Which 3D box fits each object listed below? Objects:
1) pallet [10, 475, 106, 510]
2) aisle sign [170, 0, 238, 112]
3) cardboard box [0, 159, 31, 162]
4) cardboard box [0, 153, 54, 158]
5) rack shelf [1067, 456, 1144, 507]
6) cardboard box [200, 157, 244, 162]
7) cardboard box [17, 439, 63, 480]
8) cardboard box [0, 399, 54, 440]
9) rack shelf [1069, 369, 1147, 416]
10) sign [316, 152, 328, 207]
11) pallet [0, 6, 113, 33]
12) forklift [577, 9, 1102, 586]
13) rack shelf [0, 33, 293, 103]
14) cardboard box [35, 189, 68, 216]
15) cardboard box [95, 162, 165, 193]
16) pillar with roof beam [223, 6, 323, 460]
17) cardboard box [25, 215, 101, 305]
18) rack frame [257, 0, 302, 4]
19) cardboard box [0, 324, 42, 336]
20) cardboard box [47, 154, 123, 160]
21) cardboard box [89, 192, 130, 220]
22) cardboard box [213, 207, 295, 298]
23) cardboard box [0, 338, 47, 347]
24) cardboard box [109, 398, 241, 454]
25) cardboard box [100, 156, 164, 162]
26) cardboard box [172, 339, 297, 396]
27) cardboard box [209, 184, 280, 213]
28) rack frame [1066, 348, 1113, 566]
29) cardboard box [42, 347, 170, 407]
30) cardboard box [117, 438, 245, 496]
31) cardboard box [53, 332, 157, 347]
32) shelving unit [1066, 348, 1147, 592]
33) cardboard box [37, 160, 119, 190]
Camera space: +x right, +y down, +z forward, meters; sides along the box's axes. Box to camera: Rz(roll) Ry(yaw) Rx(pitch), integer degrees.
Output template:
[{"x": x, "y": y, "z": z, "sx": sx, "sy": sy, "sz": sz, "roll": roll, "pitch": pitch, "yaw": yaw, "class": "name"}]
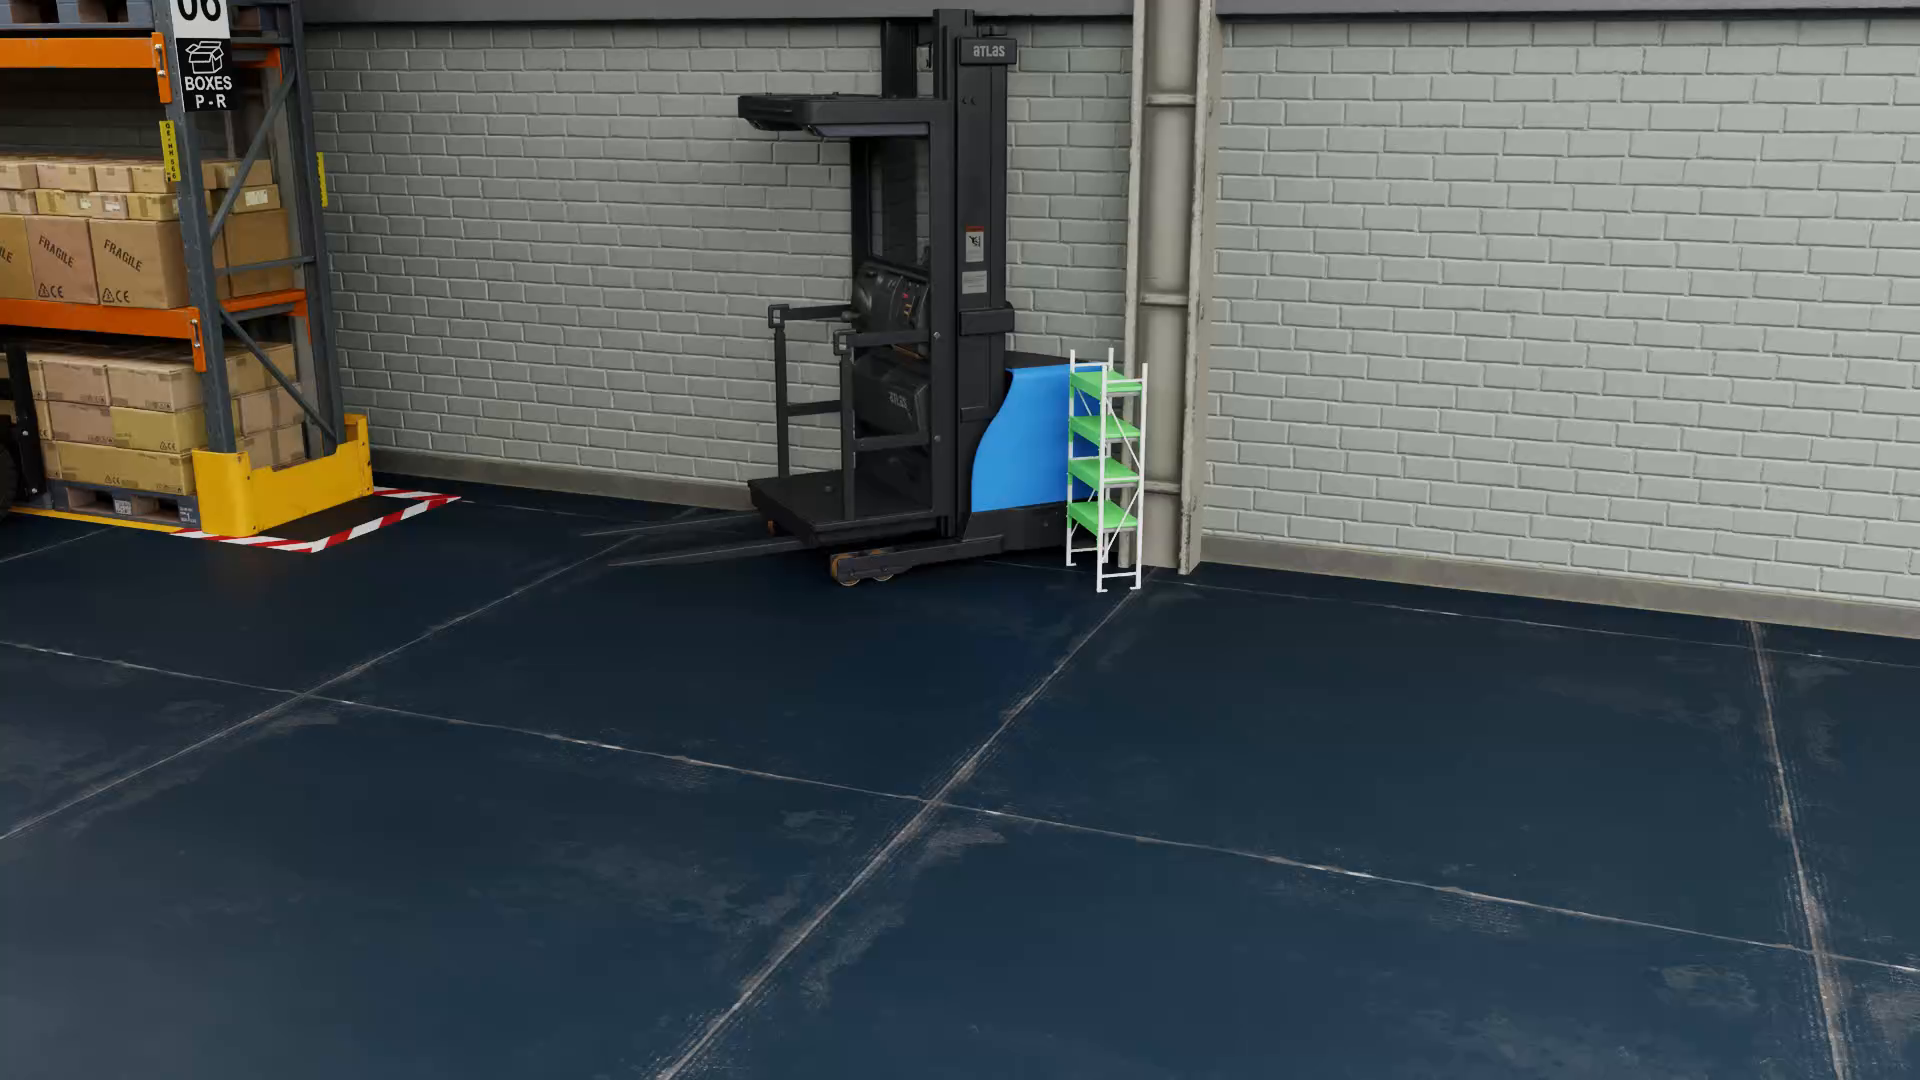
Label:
[{"x": -6.014, "y": -0.475, "z": 10.930, "sx": 1.213, "sy": 0.211, "sz": 1.003, "roll": 6, "pitch": 17, "yaw": 21, "class": "pallet"}, {"x": -4.203, "y": -2.787, "z": 9.230, "sx": 0.004, "sy": 0.787, "sz": 0.394, "roll": 6, "pitch": 17, "yaw": 21, "class": "aisle sign"}, {"x": -5.791, "y": -2.210, "z": 10.030, "sx": 0.250, "sy": 0.149, "sz": 0.380, "roll": 7, "pitch": 17, "yaw": 22, "class": "cardboard box"}, {"x": -6.066, "y": -2.405, "z": 10.701, "sx": 0.250, "sy": 0.149, "sz": 0.380, "roll": 7, "pitch": 18, "yaw": 22, "class": "cardboard box"}, {"x": 0.770, "y": -0.317, "z": 8.843, "sx": 0.258, "sy": 0.148, "sz": 0.480, "roll": -4, "pitch": 17, "yaw": -15, "class": "rack shelf"}, {"x": -4.614, "y": -2.257, "z": 10.190, "sx": 0.250, "sy": 0.149, "sz": 0.380, "roll": 7, "pitch": 18, "yaw": 23, "class": "cardboard box"}, {"x": -5.630, "y": -0.575, "z": 10.454, "sx": 0.500, "sy": 0.250, "sz": 0.500, "roll": 6, "pitch": 17, "yaw": 21, "class": "cardboard box"}, {"x": -5.674, "y": -0.813, "z": 10.374, "sx": 0.500, "sy": 0.250, "sz": 0.500, "roll": 6, "pitch": 17, "yaw": 19, "class": "cardboard box"}, {"x": 0.770, "y": -0.778, "z": 8.709, "sx": 0.258, "sy": 0.148, "sz": 0.480, "roll": -4, "pitch": 17, "yaw": -15, "class": "rack shelf"}, {"x": -3.947, "y": -2.218, "z": 10.239, "sx": 0.005, "sy": 0.325, "sz": 0.100, "roll": 6, "pitch": 17, "yaw": 21, "class": "sign"}, {"x": -5.943, "y": -3.223, "z": 10.172, "sx": 1.213, "sy": 0.211, "sz": 1.003, "roll": 6, "pitch": 17, "yaw": 21, "class": "pallet"}, {"x": -0.565, "y": -1.331, "z": 9.002, "sx": 3.031, "sy": 2.935, "sz": 1.130, "roll": -8, "pitch": 18, "yaw": -25, "class": "forklift"}, {"x": -6.016, "y": -2.921, "z": 10.264, "sx": 4.000, "sy": 0.370, "sz": 1.077, "roll": 6, "pitch": 17, "yaw": 21, "class": "rack shelf"}, {"x": -5.275, "y": -2.033, "z": 9.952, "sx": 0.250, "sy": 0.149, "sz": 0.380, "roll": 6, "pitch": 17, "yaw": 20, "class": "cardboard box"}, {"x": -4.807, "y": -2.123, "z": 9.729, "sx": 0.250, "sy": 0.149, "sz": 0.380, "roll": 6, "pitch": 17, "yaw": 21, "class": "cardboard box"}, {"x": -6.053, "y": -3.691, "z": 6.246, "sx": 0.400, "sy": 9.000, "sz": 9.100, "roll": 6, "pitch": 17, "yaw": 21, "class": "pillar with roof beam"}, {"x": -5.189, "y": -1.707, "z": 9.993, "sx": 0.500, "sy": 0.500, "sz": 0.500, "roll": 7, "pitch": 18, "yaw": 22, "class": "cardboard box"}, {"x": -4.156, "y": -4.502, "z": 9.041, "sx": 0.127, "sy": 3.000, "sz": 1.000, "roll": 6, "pitch": 17, "yaw": 21, "class": "rack frame"}, {"x": -6.406, "y": -1.288, "z": 11.116, "sx": 0.500, "sy": 0.250, "sz": 0.500, "roll": 6, "pitch": 17, "yaw": 21, "class": "cardboard box"}, {"x": -5.559, "y": -2.374, "z": 10.595, "sx": 0.250, "sy": 0.149, "sz": 0.380, "roll": 6, "pitch": 17, "yaw": 19, "class": "cardboard box"}, {"x": -4.830, "y": -1.962, "z": 9.708, "sx": 0.250, "sy": 0.149, "sz": 0.380, "roll": 7, "pitch": 17, "yaw": 22, "class": "cardboard box"}, {"x": -4.515, "y": -1.792, "z": 10.286, "sx": 0.500, "sy": 0.500, "sz": 0.500, "roll": 7, "pitch": 18, "yaw": 22, "class": "cardboard box"}, {"x": -6.118, "y": -1.102, "z": 10.475, "sx": 0.500, "sy": 0.250, "sz": 0.500, "roll": 6, "pitch": 17, "yaw": 20, "class": "cardboard box"}, {"x": -4.723, "y": -0.711, "z": 10.025, "sx": 0.500, "sy": 0.250, "sz": 0.500, "roll": 6, "pitch": 17, "yaw": 20, "class": "cardboard box"}, {"x": -5.097, "y": -2.301, "z": 10.344, "sx": 0.250, "sy": 0.149, "sz": 0.380, "roll": 6, "pitch": 17, "yaw": 21, "class": "cardboard box"}, {"x": -4.534, "y": -1.081, "z": 10.401, "sx": 0.500, "sy": 0.250, "sz": 0.500, "roll": 6, "pitch": 17, "yaw": 20, "class": "cardboard box"}, {"x": -4.376, "y": -2.083, "z": 10.124, "sx": 0.250, "sy": 0.149, "sz": 0.380, "roll": 6, "pitch": 17, "yaw": 19, "class": "cardboard box"}, {"x": 0.704, "y": -0.444, "z": 9.051, "sx": 0.240, "sy": 1.200, "sz": 0.015, "roll": -4, "pitch": 17, "yaw": -15, "class": "rack frame"}, {"x": -5.176, "y": -0.999, "z": 10.121, "sx": 0.500, "sy": 0.250, "sz": 0.500, "roll": 7, "pitch": 17, "yaw": 22, "class": "cardboard box"}, {"x": -4.709, "y": -0.468, "z": 10.086, "sx": 0.500, "sy": 0.250, "sz": 0.500, "roll": 6, "pitch": 17, "yaw": 21, "class": "cardboard box"}, {"x": -5.461, "y": -1.185, "z": 10.760, "sx": 0.500, "sy": 0.250, "sz": 0.500, "roll": 6, "pitch": 17, "yaw": 20, "class": "cardboard box"}, {"x": 0.770, "y": -0.379, "z": 8.826, "sx": 0.258, "sy": 1.200, "sz": 0.503, "roll": -4, "pitch": 17, "yaw": -15, "class": "shelving unit"}, {"x": -5.265, "y": -2.187, "z": 9.951, "sx": 0.250, "sy": 0.149, "sz": 0.380, "roll": 6, "pitch": 17, "yaw": 21, "class": "cardboard box"}]
